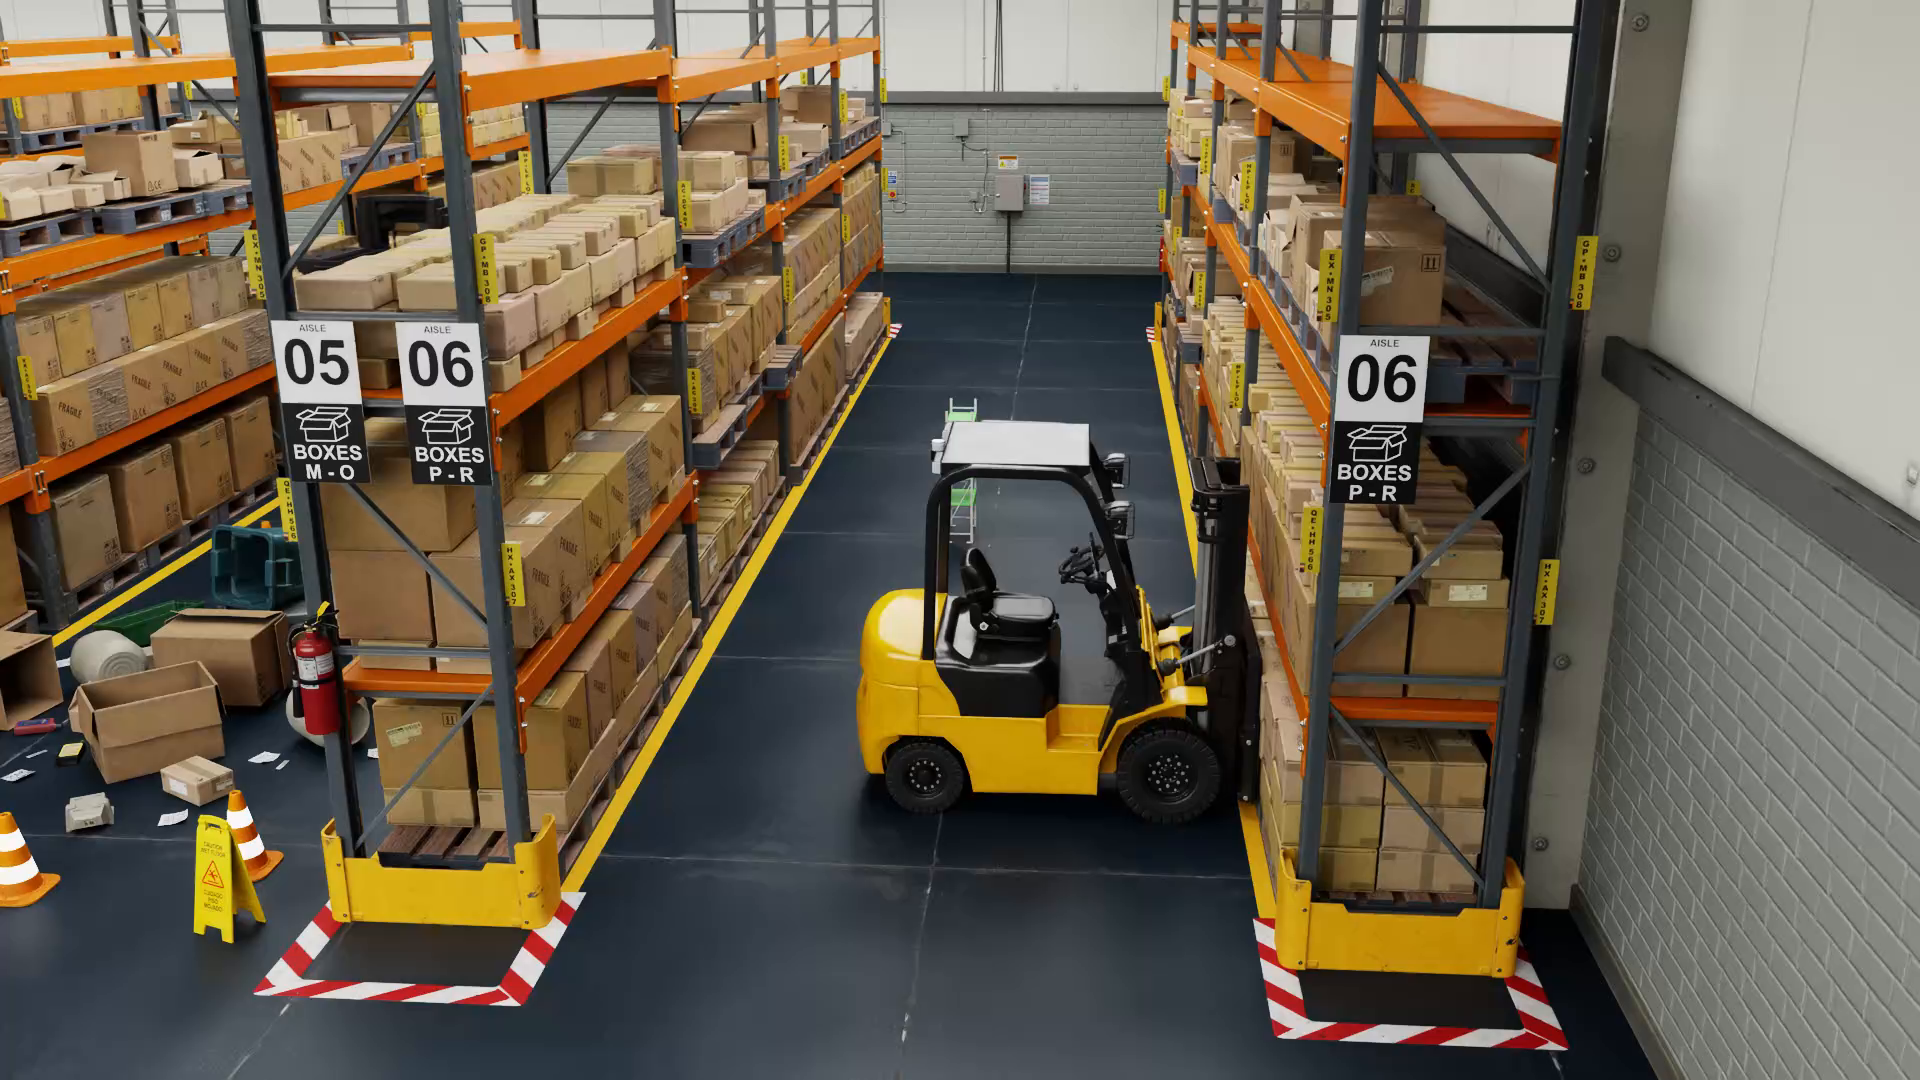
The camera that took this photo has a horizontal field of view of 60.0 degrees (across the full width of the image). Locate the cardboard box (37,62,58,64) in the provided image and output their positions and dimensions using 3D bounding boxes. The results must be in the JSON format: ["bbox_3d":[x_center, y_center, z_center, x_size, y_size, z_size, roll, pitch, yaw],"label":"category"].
[{"bbox_3d":[-11.638,-6.069,21.610,0.500,0.250,0.500,1,18,2],"label":"cardboard box"}]

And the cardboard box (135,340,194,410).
[{"bbox_3d":[-6.987,-1.425,14.294,0.500,0.500,0.500,2,18,5],"label":"cardboard box"}]

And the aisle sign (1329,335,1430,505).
[{"bbox_3d":[1.908,-0.541,7.582,0.394,0.787,0.004,1,18,4],"label":"aisle sign"}]

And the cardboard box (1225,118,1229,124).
[{"bbox_3d":[3.160,-4.645,18.555,0.380,0.149,0.250,1,18,3],"label":"cardboard box"}]

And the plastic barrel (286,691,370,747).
[{"bbox_3d":[-4.108,1.120,10.825,0.512,0.421,0.421,17,25,41],"label":"plastic barrel"}]

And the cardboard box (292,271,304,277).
[{"bbox_3d":[-6.852,-2.655,16.981,0.380,0.149,0.250,1,18,4],"label":"cardboard box"}]

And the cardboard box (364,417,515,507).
[{"bbox_3d":[-2.883,-0.414,9.124,0.700,0.500,0.500,1,18,4],"label":"cardboard box"}]

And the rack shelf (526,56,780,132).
[{"bbox_3d":[-2.316,-3.611,13.291,1.077,0.370,4.000,1,18,4],"label":"rack shelf"}]

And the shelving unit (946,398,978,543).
[{"bbox_3d":[0.012,-0.622,14.893,0.258,1.200,0.503,1,18,4],"label":"shelving unit"}]

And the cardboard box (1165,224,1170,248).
[{"bbox_3d":[3.015,-4.067,22.282,0.500,0.250,0.500,1,18,5],"label":"cardboard box"}]

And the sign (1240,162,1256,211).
[{"bbox_3d":[1.950,-2.391,11.251,0.100,0.325,0.005,1,18,4],"label":"sign"}]

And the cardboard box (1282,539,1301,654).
[{"bbox_3d":[2.025,0.313,8.989,0.500,0.500,0.500,2,18,6],"label":"cardboard box"}]

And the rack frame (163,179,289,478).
[{"bbox_3d":[-7.117,-1.993,16.188,1.000,3.000,0.127,1,18,4],"label":"rack frame"}]

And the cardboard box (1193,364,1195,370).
[{"bbox_3d":[2.763,-1.931,18.297,0.380,0.149,0.250,1,18,4],"label":"cardboard box"}]

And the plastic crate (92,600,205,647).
[{"bbox_3d":[-6.109,0.642,12.571,0.450,0.188,0.662,0,15,35],"label":"plastic crate"}]

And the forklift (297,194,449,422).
[{"bbox_3d":[-5.077,-1.528,14.879,1.130,2.935,3.031,4,19,12],"label":"forklift"}]

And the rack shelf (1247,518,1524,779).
[{"bbox_3d":[2.349,0.401,10.036,1.077,0.370,4.000,1,18,4],"label":"rack shelf"}]

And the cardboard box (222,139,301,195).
[{"bbox_3d":[-6.811,-3.637,16.228,0.500,0.500,0.500,1,18,4],"label":"cardboard box"}]

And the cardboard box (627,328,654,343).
[{"bbox_3d":[-2.621,-1.362,12.951,0.500,0.500,0.500,1,18,4],"label":"cardboard box"}]

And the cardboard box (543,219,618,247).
[{"bbox_3d":[-2.290,-1.849,10.053,0.380,0.149,0.250,1,18,5],"label":"cardboard box"}]

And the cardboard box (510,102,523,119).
[{"bbox_3d":[-6.323,-5.920,22.795,0.500,0.250,0.500,1,18,2],"label":"cardboard box"}]

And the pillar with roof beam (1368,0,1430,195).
[{"bbox_3d":[-0.710,-4.326,13.674,9.100,9.000,0.400,1,18,4],"label":"pillar with roof beam"}]

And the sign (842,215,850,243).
[{"bbox_3d":[-1.344,-3.660,19.542,0.100,0.325,0.005,1,18,4],"label":"sign"}]

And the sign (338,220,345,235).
[{"bbox_3d":[-7.372,-3.656,19.874,0.100,0.325,0.005,1,18,4],"label":"sign"}]

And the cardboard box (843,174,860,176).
[{"bbox_3d":[-1.499,-4.635,21.442,0.380,0.149,0.250,2,18,6],"label":"cardboard box"}]

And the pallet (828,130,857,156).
[{"bbox_3d":[-1.817,-4.793,20.059,1.003,0.211,1.213,1,18,4],"label":"pallet"}]

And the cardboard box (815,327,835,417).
[{"bbox_3d":[-1.907,-1.871,18.553,0.875,0.875,0.875,2,18,6],"label":"cardboard box"}]

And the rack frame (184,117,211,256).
[{"bbox_3d":[-11.483,-4.620,24.204,1.000,3.000,0.127,1,18,4],"label":"rack frame"}]

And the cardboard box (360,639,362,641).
[{"bbox_3d":[-3.025,0.488,9.019,0.380,0.149,0.250,1,18,3],"label":"cardboard box"}]

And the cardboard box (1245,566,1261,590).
[{"bbox_3d":[2.098,0.372,11.106,0.500,0.250,0.500,1,18,4],"label":"cardboard box"}]

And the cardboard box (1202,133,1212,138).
[{"bbox_3d":[2.586,-3.927,16.396,0.380,0.149,0.250,1,18,3],"label":"cardboard box"}]

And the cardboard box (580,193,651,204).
[{"bbox_3d":[-2.562,-2.410,12.209,0.500,0.250,0.500,1,18,3],"label":"cardboard box"}]

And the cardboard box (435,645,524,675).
[{"bbox_3d":[-2.515,0.589,8.710,0.380,0.149,0.250,1,18,4],"label":"cardboard box"}]

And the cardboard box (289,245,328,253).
[{"bbox_3d":[-7.372,-3.242,18.774,0.380,0.149,0.250,1,18,3],"label":"cardboard box"}]

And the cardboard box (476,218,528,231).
[{"bbox_3d":[-2.846,-1.860,10.088,0.380,0.149,0.250,1,18,3],"label":"cardboard box"}]

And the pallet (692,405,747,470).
[{"bbox_3d":[-2.259,-0.814,12.899,1.003,0.211,1.213,1,18,4],"label":"pallet"}]

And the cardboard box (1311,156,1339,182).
[{"bbox_3d":[2.982,-3.175,14.383,0.500,0.250,0.500,1,18,4],"label":"cardboard box"}]

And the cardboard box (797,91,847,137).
[{"bbox_3d":[-1.634,-5.054,19.717,0.500,0.500,0.500,2,18,5],"label":"cardboard box"}]

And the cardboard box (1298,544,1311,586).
[{"bbox_3d":[1.939,0.131,8.504,0.380,0.149,0.250,2,18,5],"label":"cardboard box"}]

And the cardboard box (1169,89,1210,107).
[{"bbox_3d":[3.070,-5.890,22.223,0.500,0.250,0.500,1,18,3],"label":"cardboard box"}]

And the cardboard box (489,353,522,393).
[{"bbox_3d":[-2.398,-0.831,8.228,0.380,0.149,0.250,1,18,4],"label":"cardboard box"}]

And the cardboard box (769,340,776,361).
[{"bbox_3d":[-1.882,-1.723,15.092,0.380,0.149,0.250,1,18,3],"label":"cardboard box"}]

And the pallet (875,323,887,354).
[{"bbox_3d":[-1.578,-2.823,23.200,1.003,0.211,1.213,1,18,4],"label":"pallet"}]

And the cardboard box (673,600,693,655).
[{"bbox_3d":[-2.233,0.625,11.939,0.500,0.250,0.500,2,18,6],"label":"cardboard box"}]

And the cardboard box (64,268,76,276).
[{"bbox_3d":[-11.398,-3.424,20.958,0.380,0.149,0.250,1,18,2],"label":"cardboard box"}]

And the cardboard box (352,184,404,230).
[{"bbox_3d":[-7.066,-4.051,20.225,0.500,0.500,0.500,1,18,2],"label":"cardboard box"}]

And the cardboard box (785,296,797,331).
[{"bbox_3d":[-1.890,-2.232,16.355,0.500,0.250,0.500,1,18,4],"label":"cardboard box"}]

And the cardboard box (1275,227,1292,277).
[{"bbox_3d":[2.083,-1.716,9.907,0.396,0.266,0.258,1,18,3],"label":"cardboard box"}]

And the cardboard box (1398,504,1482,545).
[{"bbox_3d":[2.500,-0.079,8.667,0.380,0.149,0.250,2,18,5],"label":"cardboard box"}]

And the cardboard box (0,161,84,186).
[{"bbox_3d":[-7.497,-2.930,13.538,0.500,0.311,0.500,1,18,2],"label":"cardboard box"}]

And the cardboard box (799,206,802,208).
[{"bbox_3d":[-2.127,-3.831,20.032,0.500,0.500,0.500,1,18,3],"label":"cardboard box"}]

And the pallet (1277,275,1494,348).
[{"bbox_3d":[2.367,-1.302,9.403,1.003,0.211,1.213,1,18,4],"label":"pallet"}]

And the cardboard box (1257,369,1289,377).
[{"bbox_3d":[2.365,-1.184,12.517,0.380,0.149,0.250,1,18,4],"label":"cardboard box"}]

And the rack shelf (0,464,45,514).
[{"bbox_3d":[-7.547,0.213,10.613,1.077,0.370,4.000,1,18,4],"label":"rack shelf"}]

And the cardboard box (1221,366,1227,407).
[{"bbox_3d":[2.344,-1.205,13.221,0.500,0.250,0.500,2,18,5],"label":"cardboard box"}]

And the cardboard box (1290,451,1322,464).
[{"bbox_3d":[2.125,-0.409,9.674,0.380,0.149,0.250,2,18,5],"label":"cardboard box"}]
